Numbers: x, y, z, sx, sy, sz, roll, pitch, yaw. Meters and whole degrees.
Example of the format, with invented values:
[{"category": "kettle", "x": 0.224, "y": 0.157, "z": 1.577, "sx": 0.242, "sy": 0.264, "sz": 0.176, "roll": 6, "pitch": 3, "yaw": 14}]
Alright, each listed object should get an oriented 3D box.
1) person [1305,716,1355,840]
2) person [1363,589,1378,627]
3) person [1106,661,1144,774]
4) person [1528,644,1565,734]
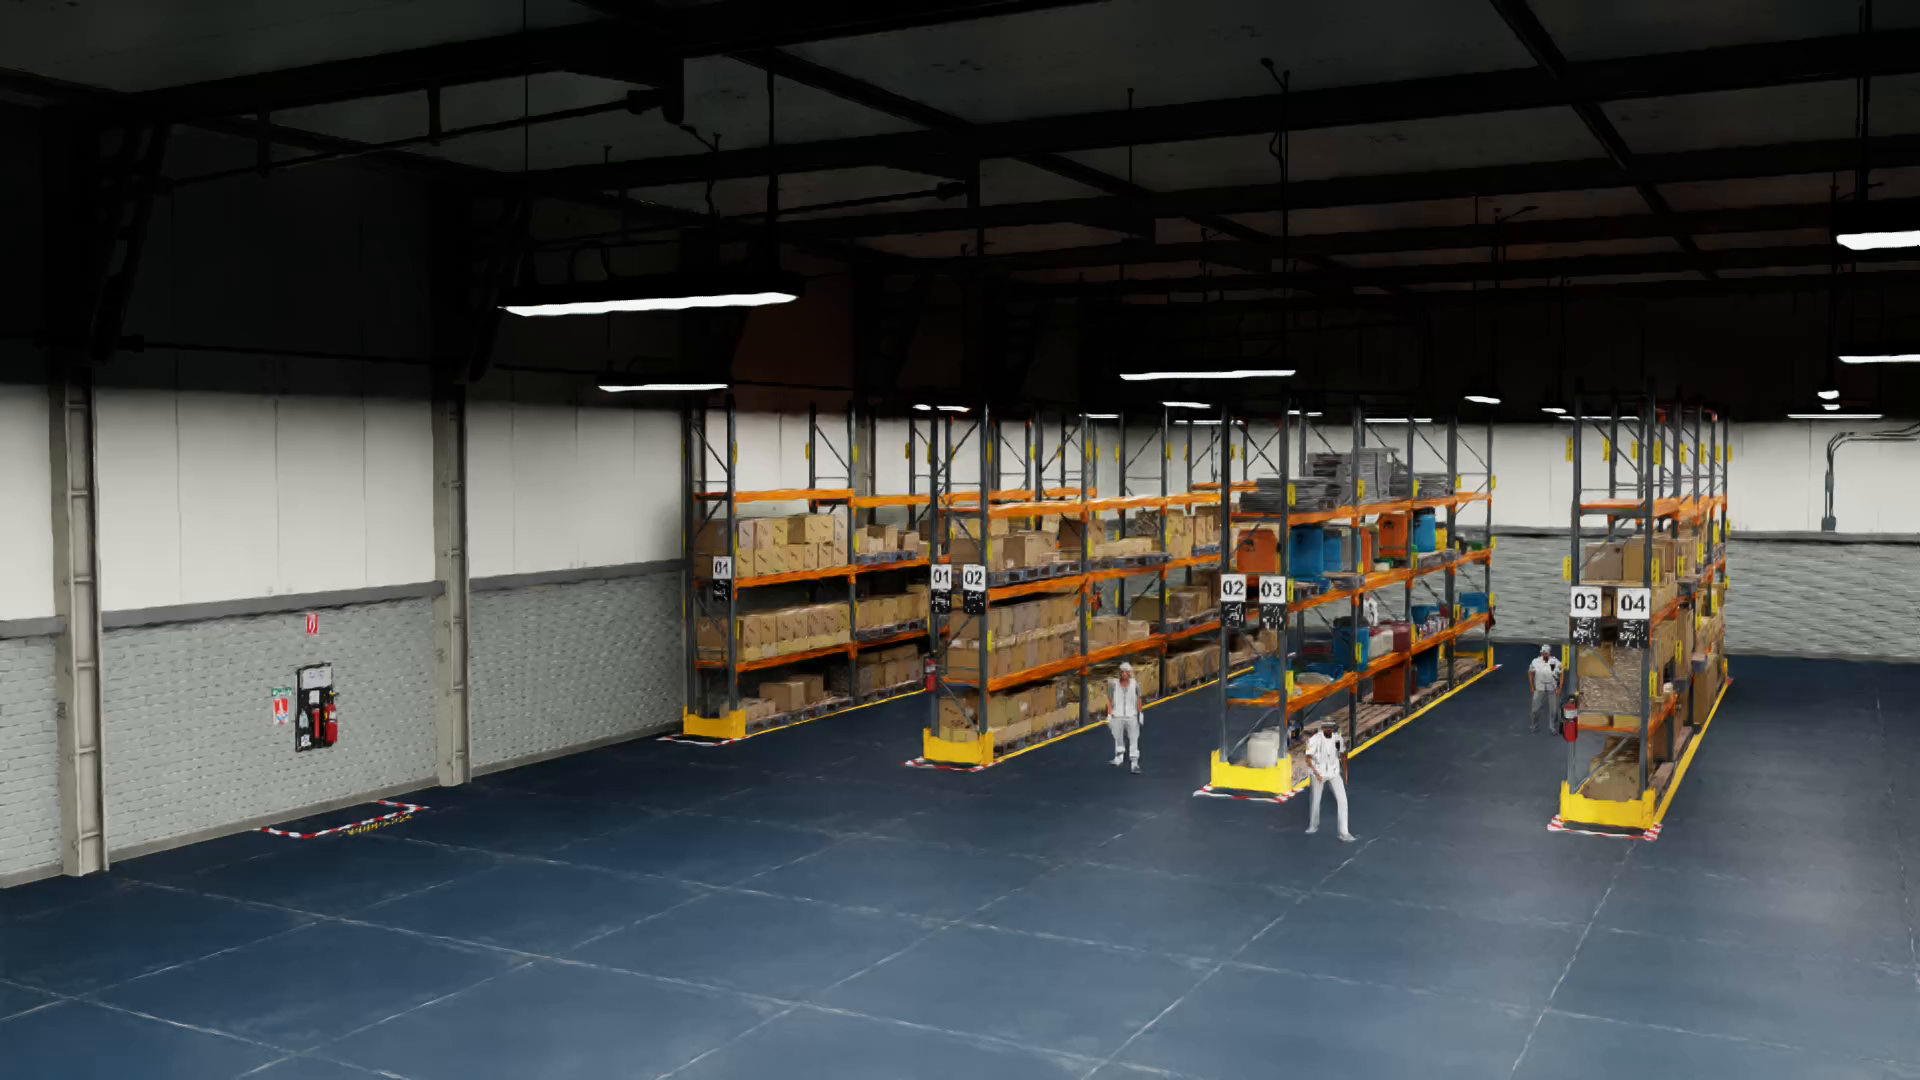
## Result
[{"category": "person", "x": 4.782, "y": 3.057, "z": 21.580, "sx": 0.622, "sy": 1.606, "sz": 0.782, "roll": 0, "pitch": 3, "yaw": 8}, {"category": "person", "x": 10.211, "y": 1.998, "z": 41.619, "sx": 0.488, "sy": 1.590, "sz": 1.079, "roll": 1, "pitch": 3, "yaw": 26}, {"category": "person", "x": 2.594, "y": 2.764, "z": 26.100, "sx": 0.596, "sy": 1.746, "sz": 0.969, "roll": 0, "pitch": 3, "yaw": 5}, {"category": "person", "x": 10.419, "y": 2.648, "z": 29.577, "sx": 0.625, "sy": 1.611, "sz": 0.575, "roll": 2, "pitch": 3, "yaw": 27}]
